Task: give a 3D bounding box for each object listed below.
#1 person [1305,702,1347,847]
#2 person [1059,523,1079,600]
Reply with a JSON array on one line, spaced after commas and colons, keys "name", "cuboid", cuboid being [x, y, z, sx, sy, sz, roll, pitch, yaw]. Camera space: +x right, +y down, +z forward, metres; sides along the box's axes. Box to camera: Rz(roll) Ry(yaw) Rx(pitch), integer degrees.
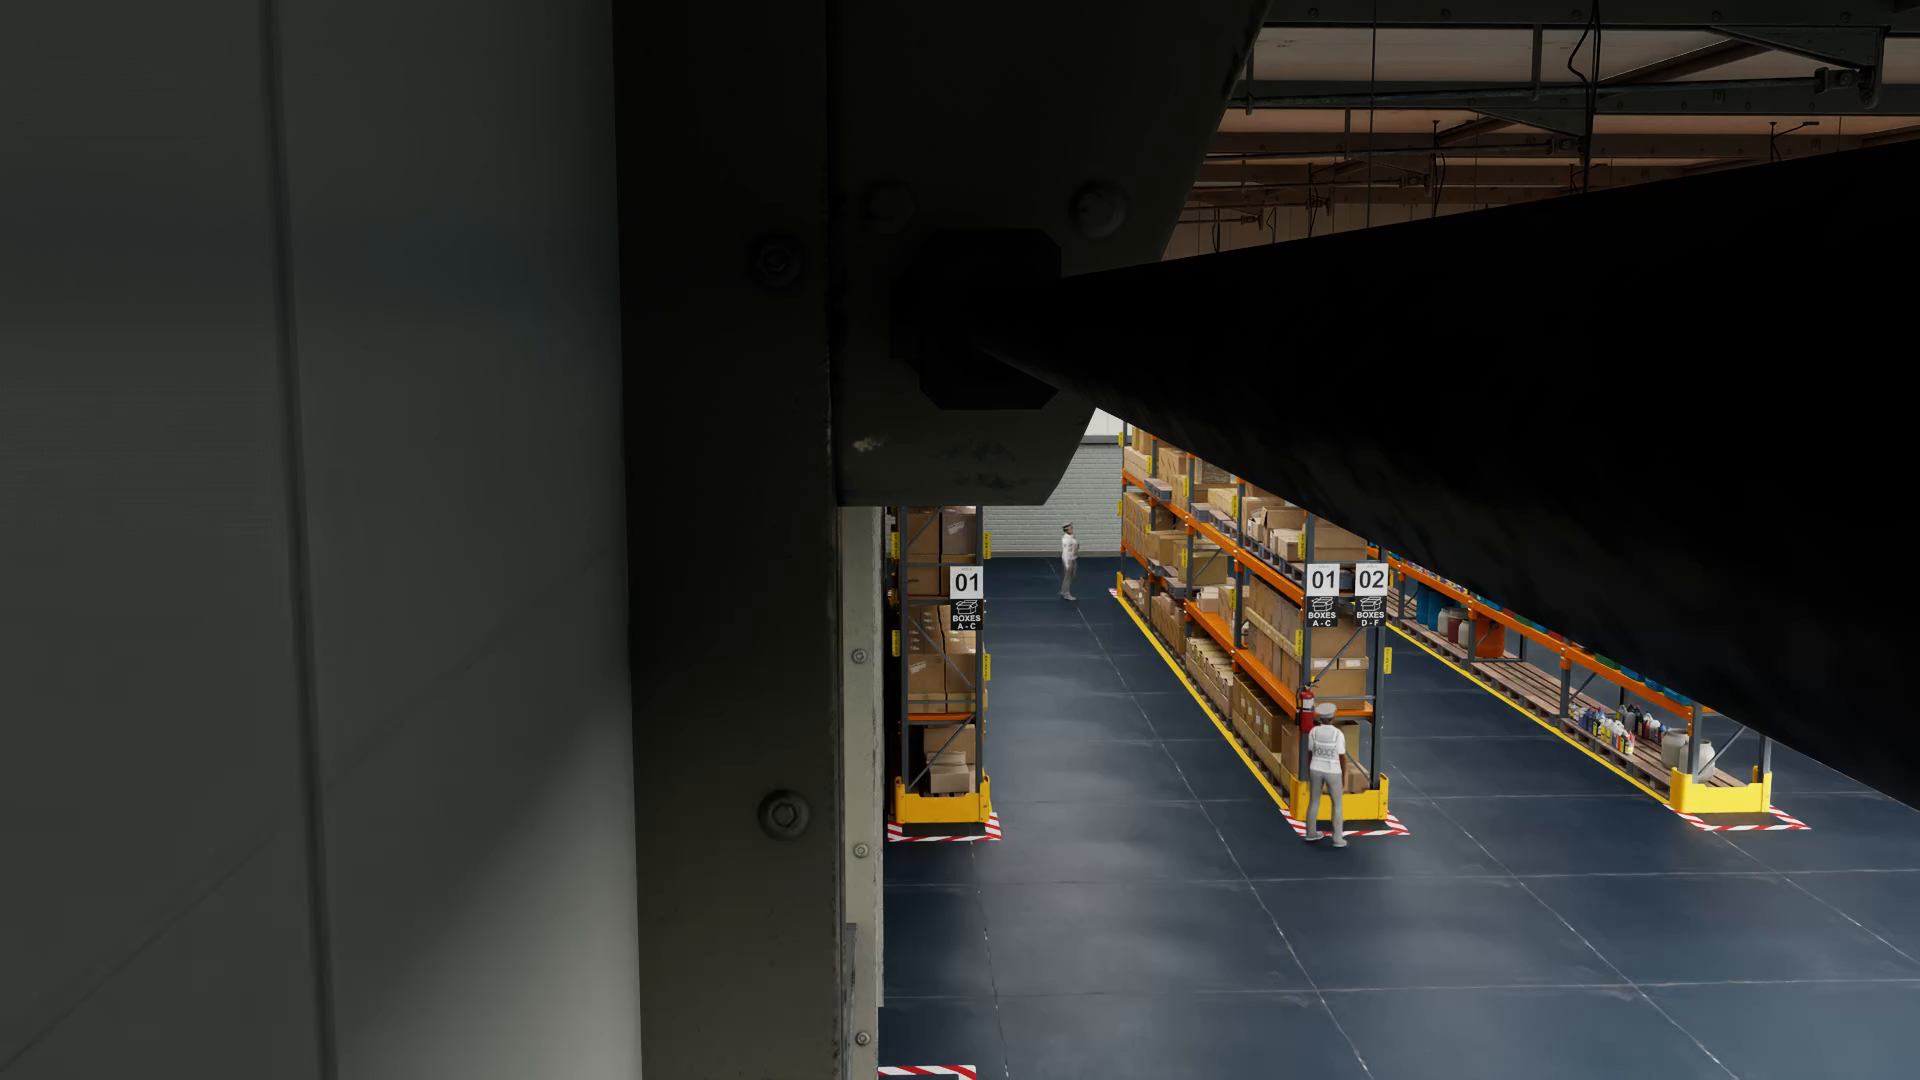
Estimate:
[{"name": "person", "cuboid": [4.331, 2.762, 19.601, 0.486, 1.699, 0.391, 5, 9, 31]}, {"name": "person", "cuboid": [2.356, 0.449, 35.989, 0.407, 1.690, 0.541, 4, 9, 25]}]
